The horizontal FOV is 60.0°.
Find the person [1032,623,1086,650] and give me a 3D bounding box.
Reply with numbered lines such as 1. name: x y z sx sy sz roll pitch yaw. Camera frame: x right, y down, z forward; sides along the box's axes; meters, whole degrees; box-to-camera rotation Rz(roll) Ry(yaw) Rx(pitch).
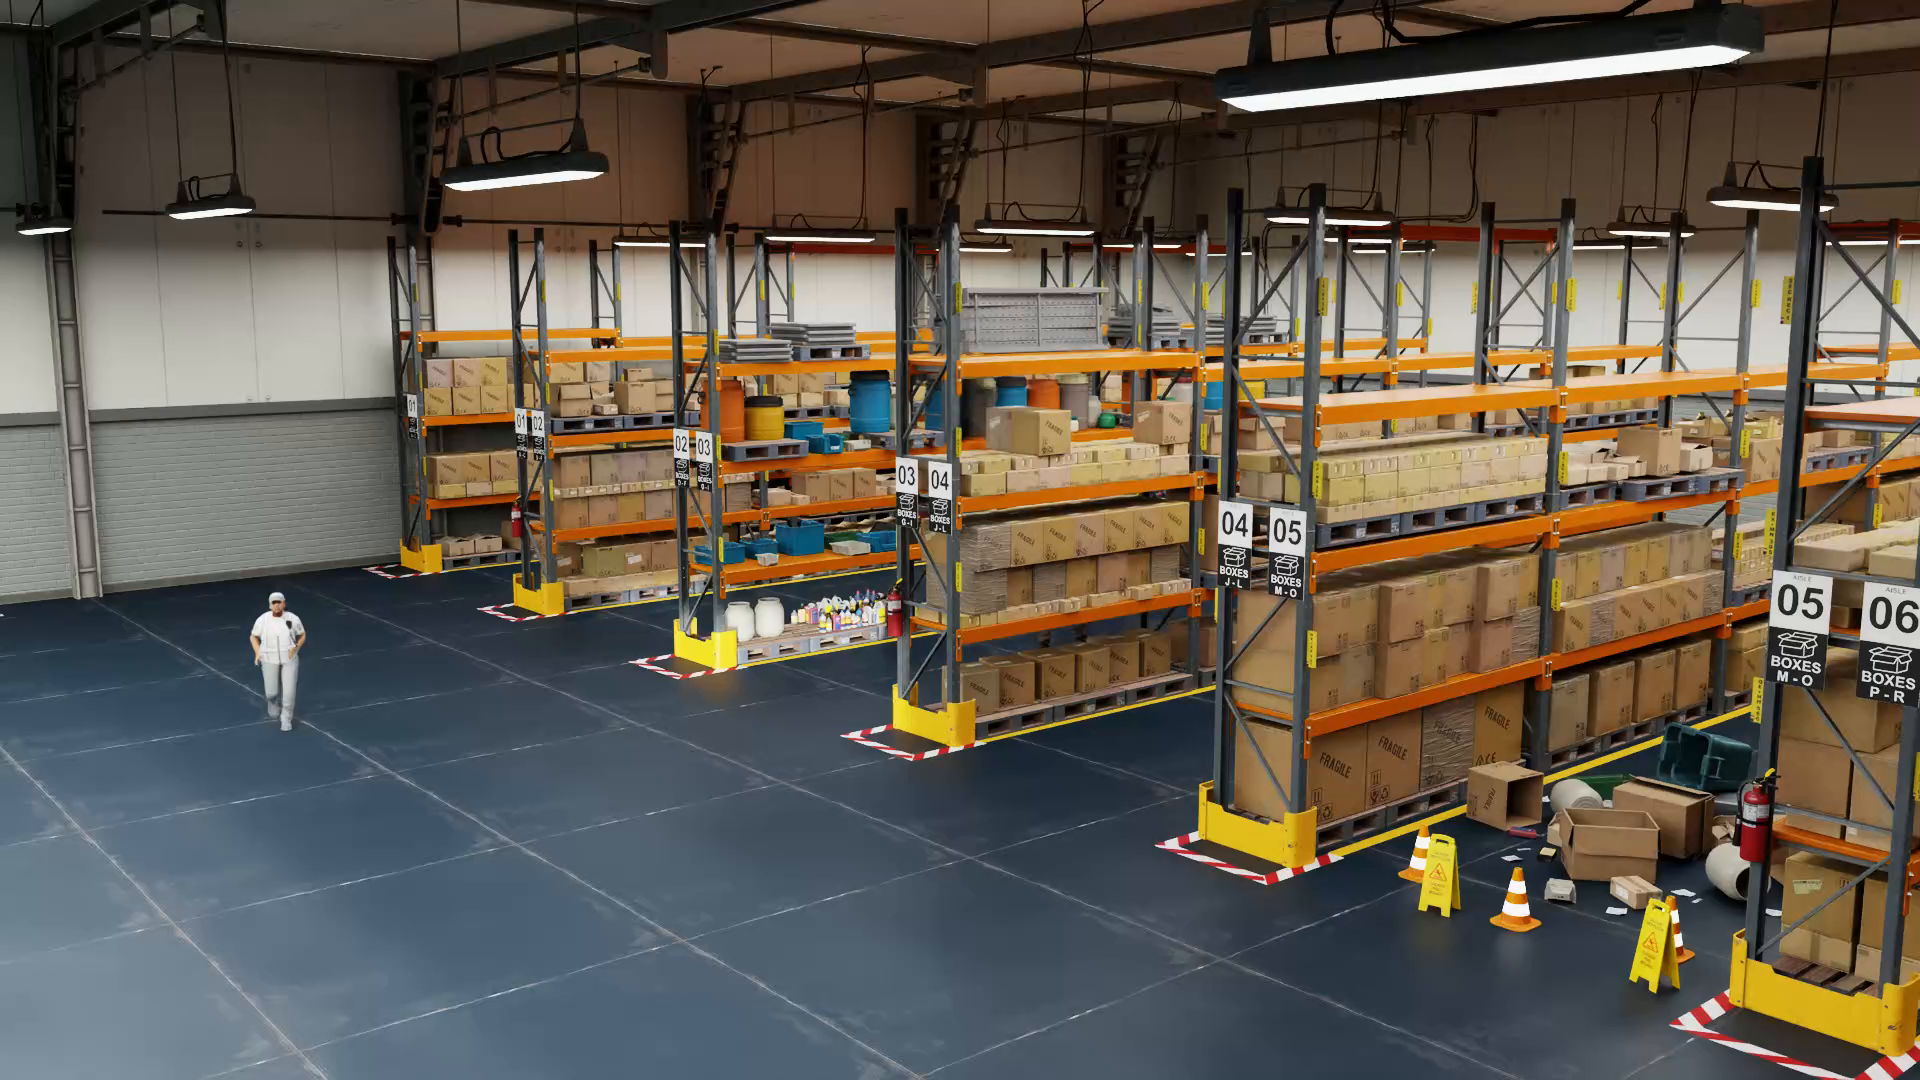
1. person: 1.308 0.632 22.179 0.897 1.758 0.662 -8 12 -44

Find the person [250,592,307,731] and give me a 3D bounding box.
1. person: -7.921 1.411 19.368 0.608 1.623 0.549 -4 9 -22

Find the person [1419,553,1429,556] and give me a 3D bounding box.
1. person: 6.321 0.953 22.397 0.625 1.625 0.610 -7 11 -37
